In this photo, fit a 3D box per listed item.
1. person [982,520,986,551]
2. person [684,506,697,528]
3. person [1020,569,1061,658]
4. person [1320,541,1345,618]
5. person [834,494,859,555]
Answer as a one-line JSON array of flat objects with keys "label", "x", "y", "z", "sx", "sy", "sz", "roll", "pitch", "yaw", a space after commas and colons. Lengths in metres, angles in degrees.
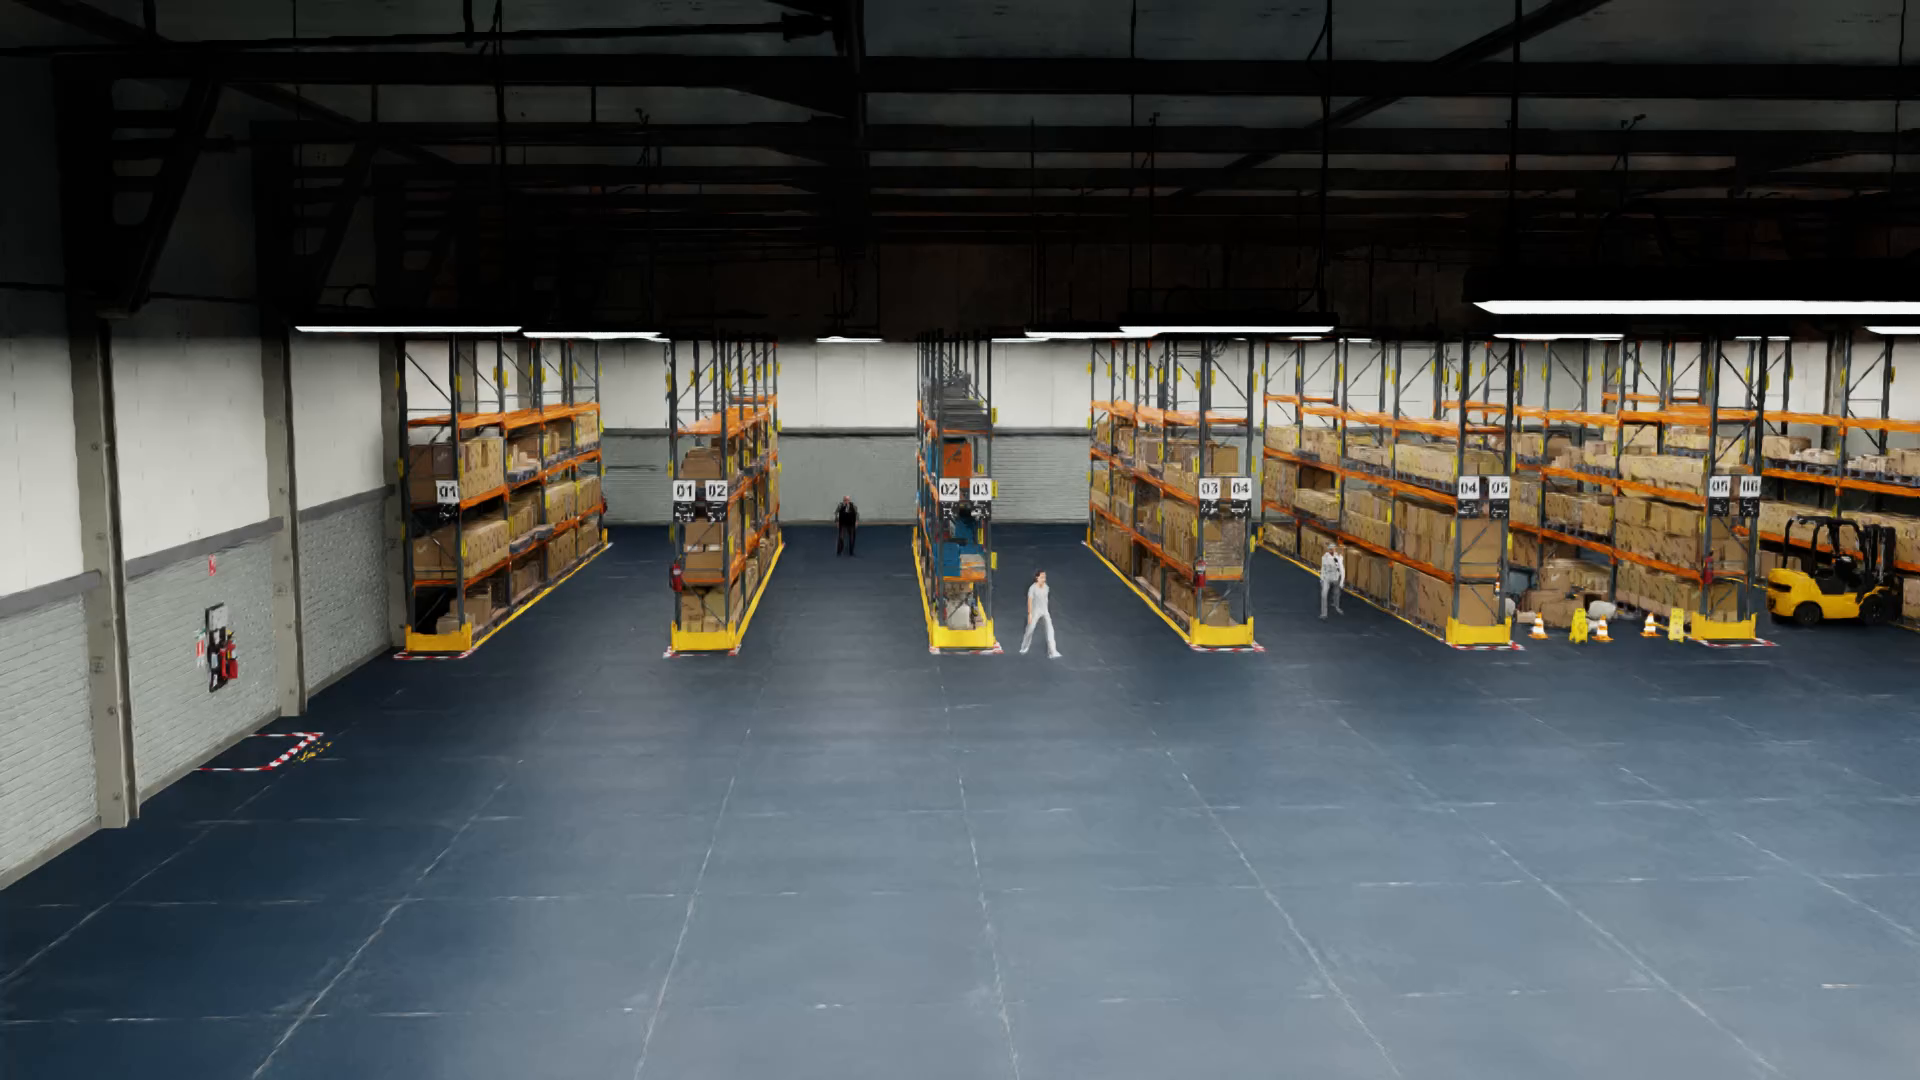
[{"label": "person", "x": 0.628, "y": -0.522, "z": 45.901, "sx": 0.477, "sy": 1.671, "sz": 0.560, "roll": 0, "pitch": 7, "yaw": 2}, {"label": "person", "x": -7.322, "y": -0.524, "z": 45.770, "sx": 0.729, "sy": 1.733, "sz": 0.546, "roll": 0, "pitch": 7, "yaw": -4}, {"label": "person", "x": 1.449, "y": 1.334, "z": 30.500, "sx": 0.481, "sy": 1.622, "sz": 0.951, "roll": -3, "pitch": 7, "yaw": -26}, {"label": "person", "x": 7.824, "y": 0.807, "z": 34.935, "sx": 0.517, "sy": 1.610, "sz": 0.938, "roll": 2, "pitch": 7, "yaw": 17}, {"label": "person", "x": -3.076, "y": -0.425, "z": 45.209, "sx": 0.677, "sy": 1.674, "sz": 0.534, "roll": -1, "pitch": 7, "yaw": -5}]
